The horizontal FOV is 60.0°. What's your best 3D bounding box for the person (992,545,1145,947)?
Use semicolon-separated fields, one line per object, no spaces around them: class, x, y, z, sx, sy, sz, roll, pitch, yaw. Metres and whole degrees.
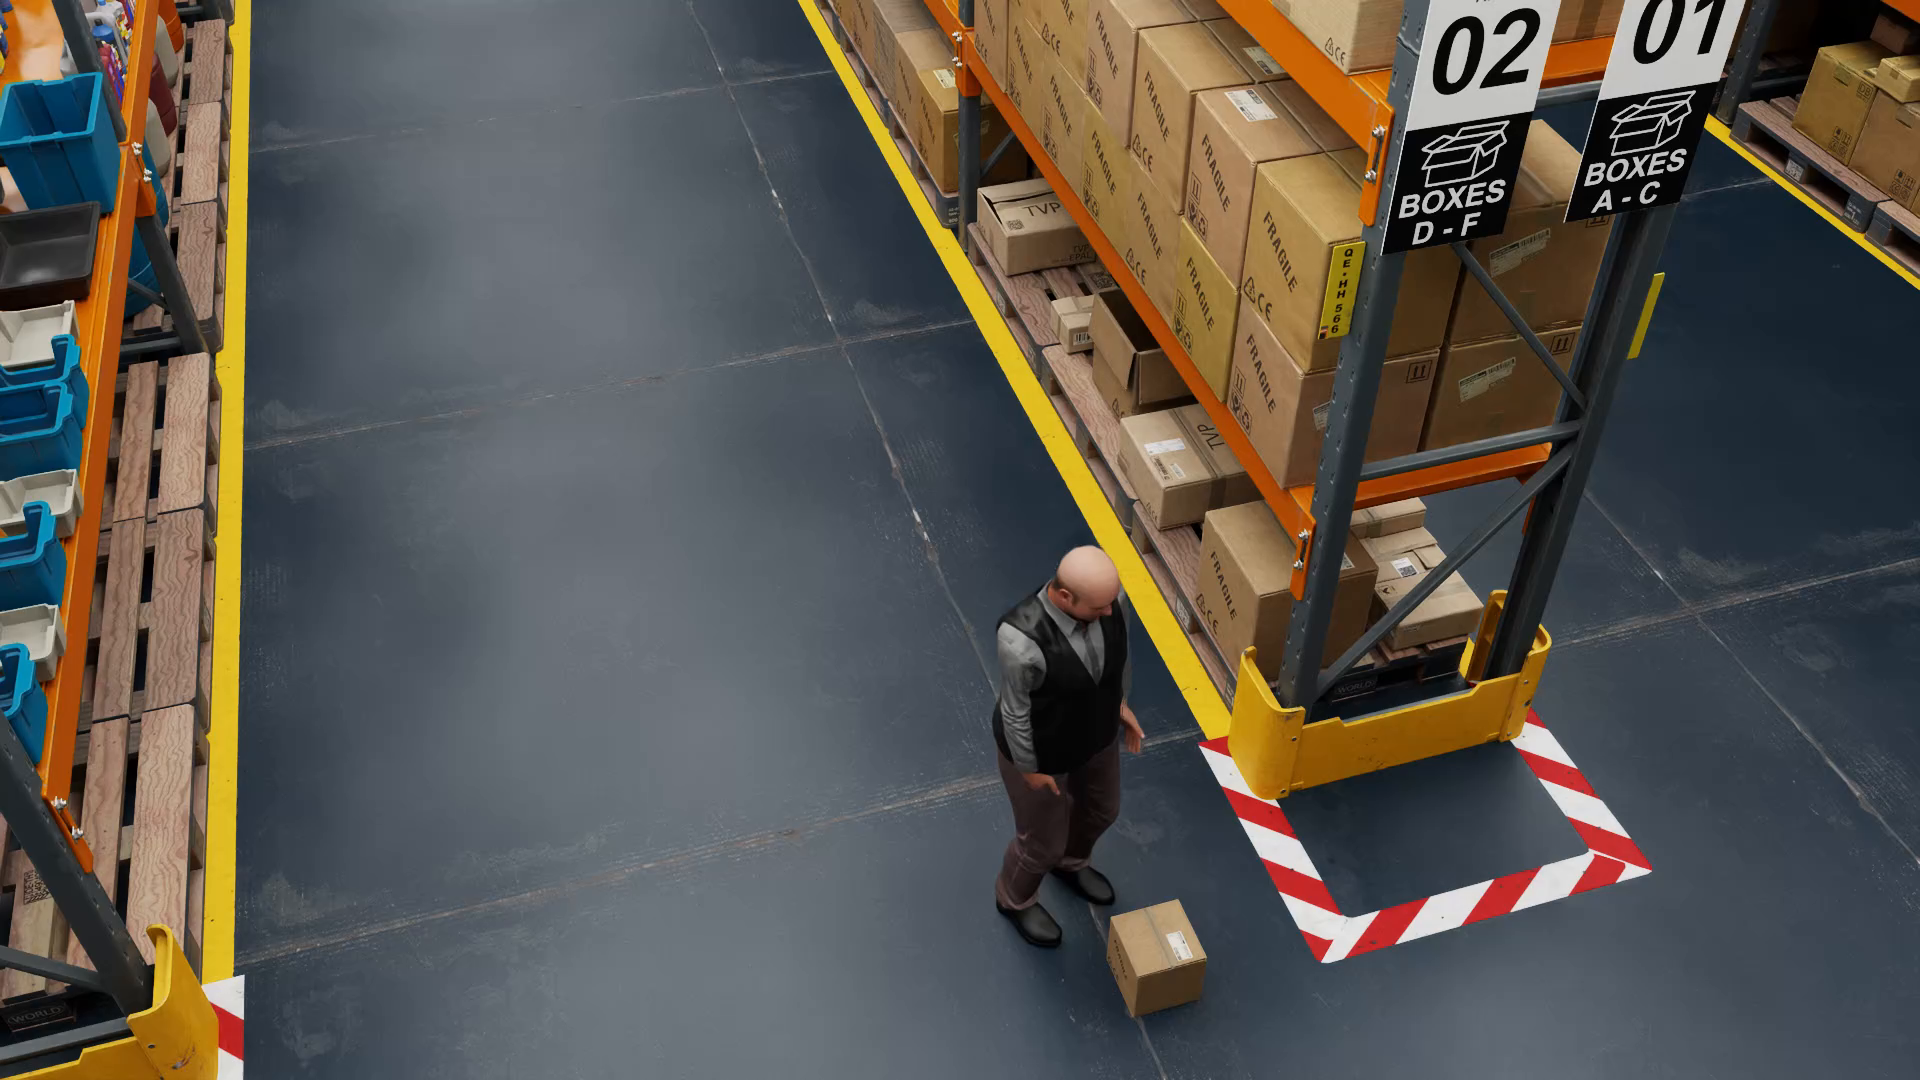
person;0.344;0.648;5.481;0.543;1.705;0.372;-32;51;-30
